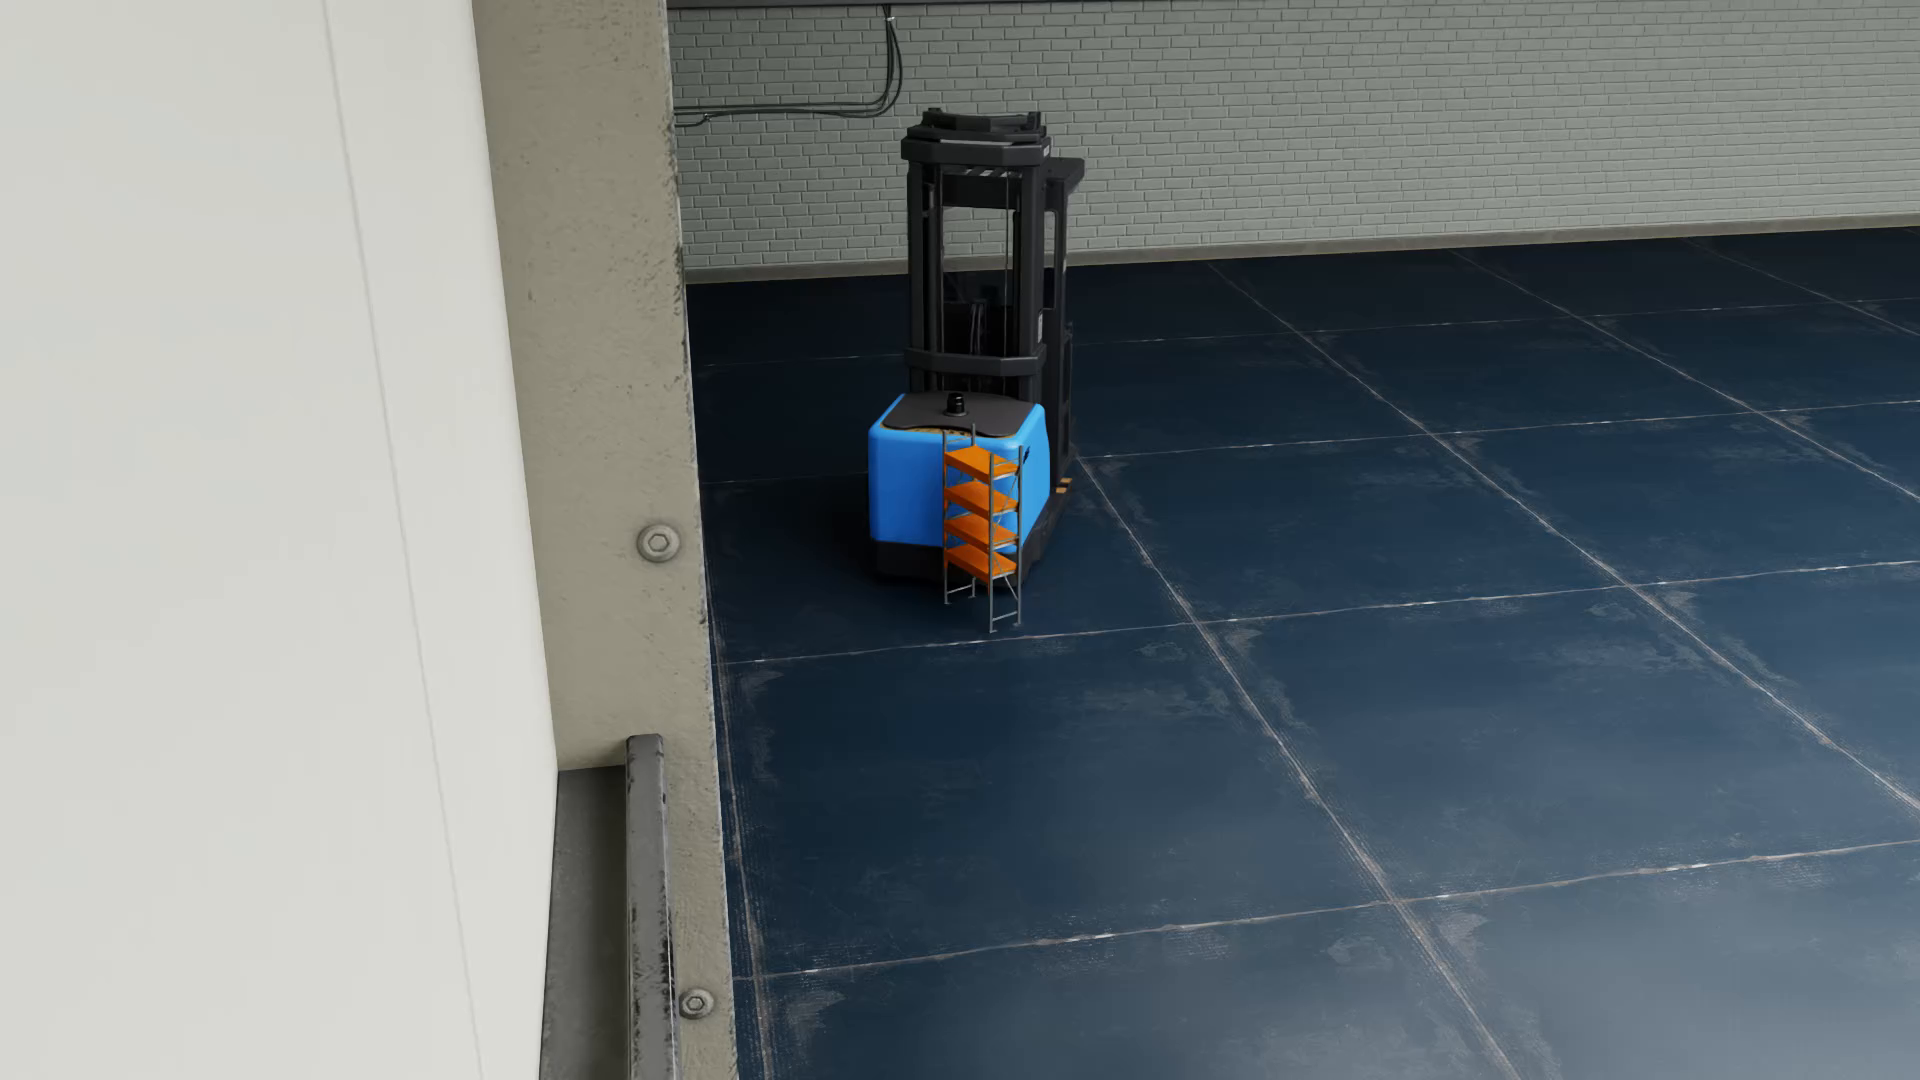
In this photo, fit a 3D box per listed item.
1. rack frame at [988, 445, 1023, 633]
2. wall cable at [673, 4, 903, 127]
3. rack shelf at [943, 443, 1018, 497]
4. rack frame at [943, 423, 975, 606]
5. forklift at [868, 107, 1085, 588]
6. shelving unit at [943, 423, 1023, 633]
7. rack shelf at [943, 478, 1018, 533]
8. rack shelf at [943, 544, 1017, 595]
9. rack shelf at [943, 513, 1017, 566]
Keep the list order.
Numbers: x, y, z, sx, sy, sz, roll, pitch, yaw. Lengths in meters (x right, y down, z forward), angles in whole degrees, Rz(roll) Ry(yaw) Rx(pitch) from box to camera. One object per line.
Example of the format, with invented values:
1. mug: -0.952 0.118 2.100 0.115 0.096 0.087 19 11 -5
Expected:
1. rack frame: 0.279 0.004 10.241 0.240 1.200 0.015 -16 28 -32
2. wall cable: -2.122 -5.545 17.082 3.097 2.526 0.112 -4 24 -10
3. rack shelf: 0.137 -0.435 10.265 0.258 0.148 0.480 -16 28 -32
4. rack frame: -0.005 -0.154 10.604 0.240 1.200 0.015 -16 28 -32
5. forklift: 0.244 -1.596 11.742 1.130 2.935 3.031 6 24 13
6. shelving unit: 0.137 -0.075 10.423 0.258 1.200 0.503 -16 28 -32
7. rack shelf: 0.137 -0.218 10.360 0.258 0.148 0.480 -16 28 -32
8. rack shelf: 0.137 0.169 10.529 0.258 0.148 0.480 -16 28 -32
9. rack shelf: 0.137 -0.013 10.449 0.258 0.148 0.480 -16 28 -32
